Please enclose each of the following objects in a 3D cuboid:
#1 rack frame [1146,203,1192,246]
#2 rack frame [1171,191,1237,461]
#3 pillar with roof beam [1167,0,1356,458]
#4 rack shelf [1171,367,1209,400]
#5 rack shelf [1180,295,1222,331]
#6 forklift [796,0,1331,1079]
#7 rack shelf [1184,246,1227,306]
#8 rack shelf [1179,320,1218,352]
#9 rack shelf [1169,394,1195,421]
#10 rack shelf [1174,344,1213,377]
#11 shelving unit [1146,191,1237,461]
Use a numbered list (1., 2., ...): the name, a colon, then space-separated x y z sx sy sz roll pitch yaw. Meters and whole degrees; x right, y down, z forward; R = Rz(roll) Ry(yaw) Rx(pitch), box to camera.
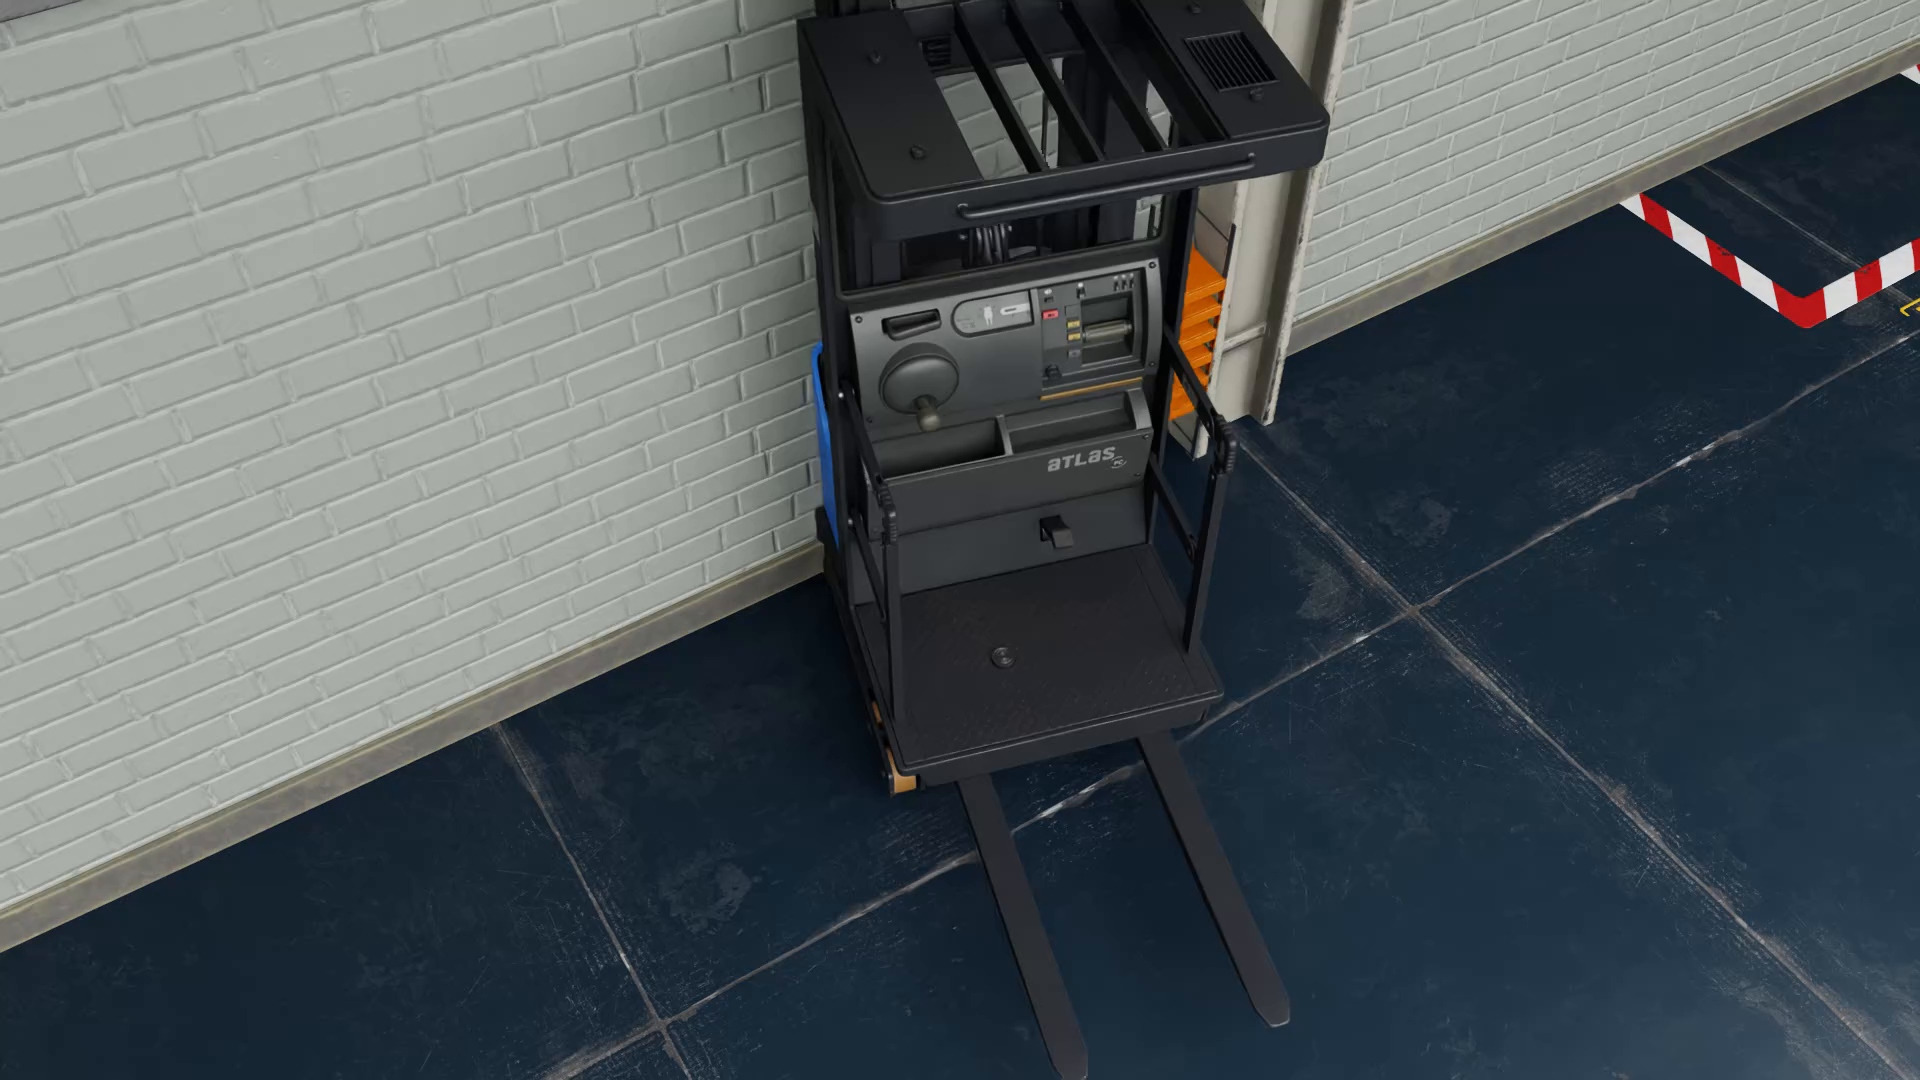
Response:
1. rack frame: 0.702 -0.692 6.053 0.006 1.200 0.240 -24 56 -18
2. rack frame: 0.861 -0.762 6.110 0.006 1.200 0.240 -24 56 -18
3. pillar with roof beam: 3.310 -0.770 0.910 0.400 9.000 9.100 -25 53 -21
4. rack shelf: 0.780 -0.626 6.211 0.180 0.103 0.258 -24 56 -18
5. rack shelf: 0.783 -0.848 5.928 0.180 0.103 0.258 -24 56 -18
6. forklift: 0.204 -0.474 4.709 1.130 2.935 3.031 -12 49 -10
7. rack shelf: 0.784 -0.922 5.834 0.180 0.103 0.258 -24 56 -18
8. rack shelf: 0.782 -0.774 6.022 0.180 0.103 0.258 -24 56 -18
9. rack shelf: 0.779 -0.551 6.306 0.180 0.103 0.258 -24 56 -18
10. rack shelf: 0.781 -0.700 6.117 0.180 0.103 0.258 -24 56 -18
11. shelving unit: 0.781 -0.727 6.082 0.189 1.200 0.258 -24 56 -18
